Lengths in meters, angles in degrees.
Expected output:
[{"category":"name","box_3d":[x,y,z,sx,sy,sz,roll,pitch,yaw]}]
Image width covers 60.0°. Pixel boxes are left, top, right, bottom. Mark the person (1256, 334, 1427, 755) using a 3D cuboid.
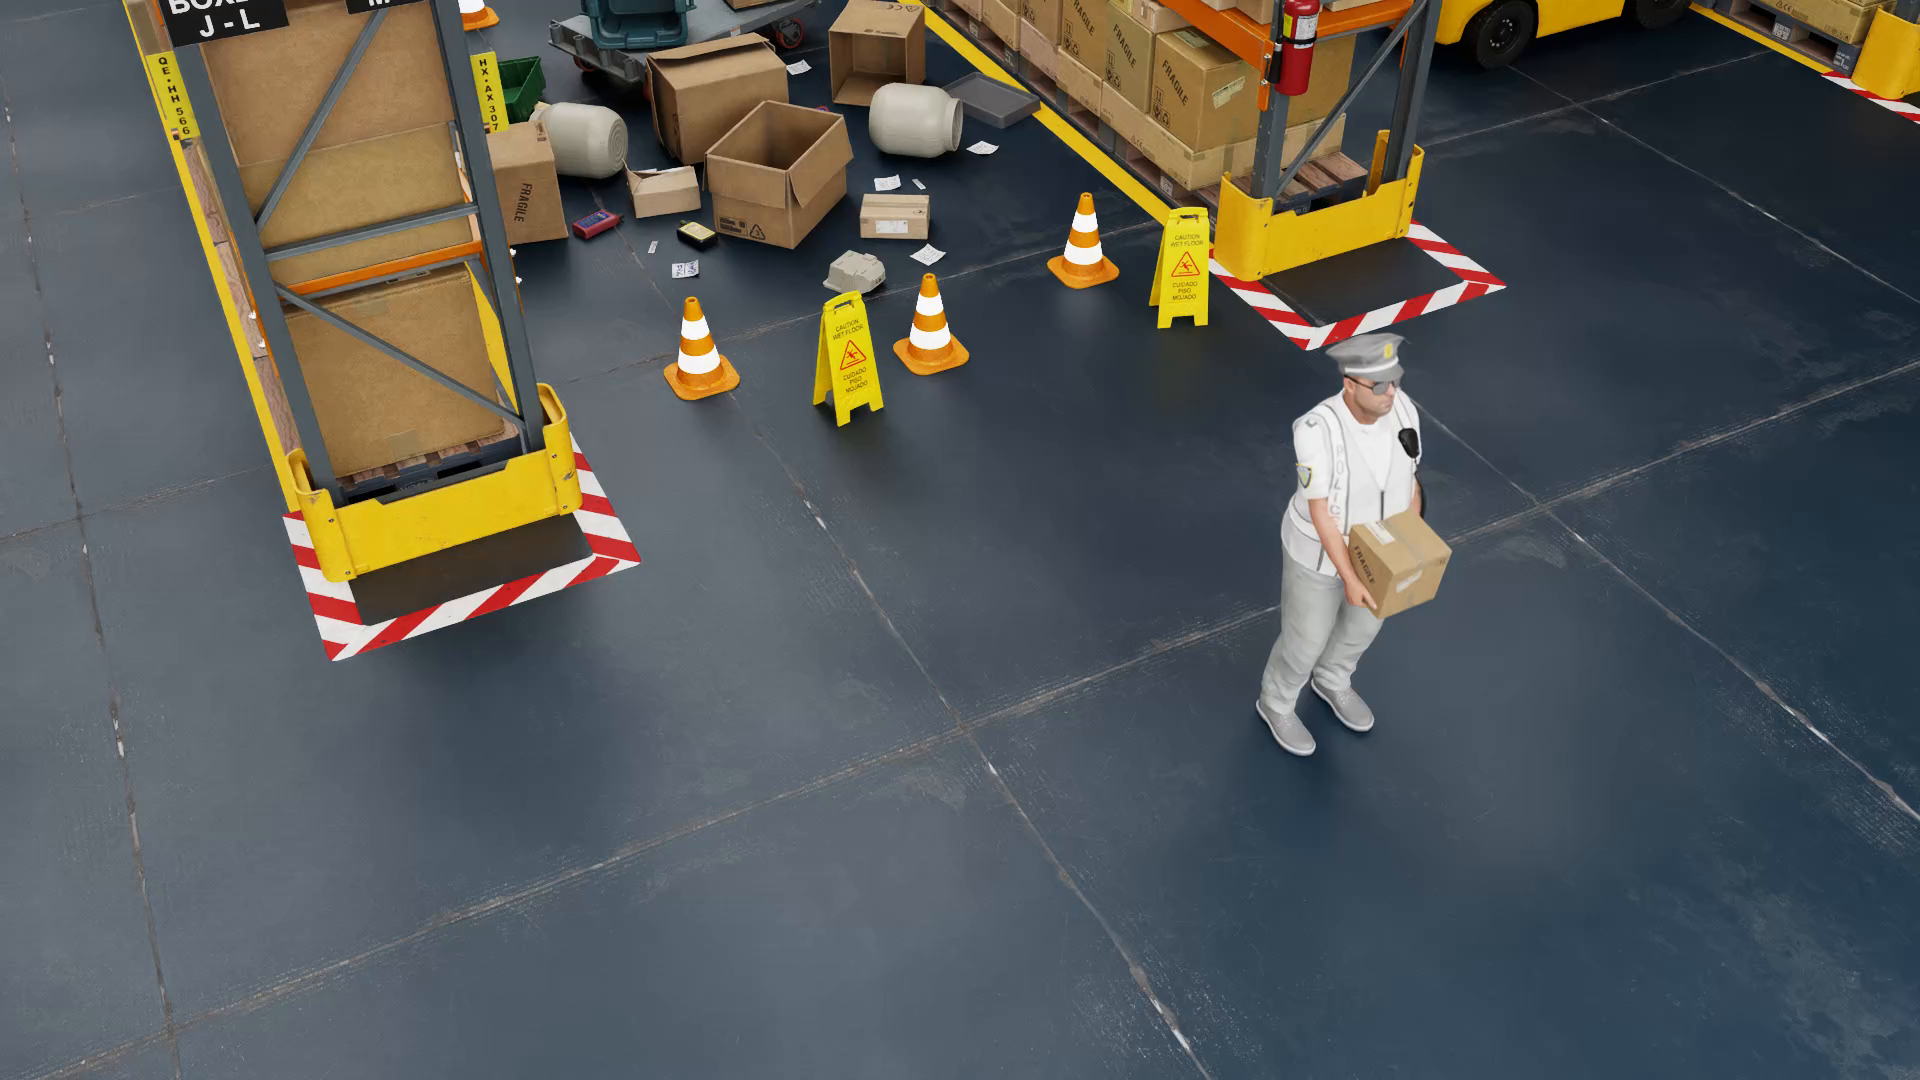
[{"category":"person","box_3d":[1.453,0.060,6.069,0.493,1.767,0.573,-19,44,-20]}]
